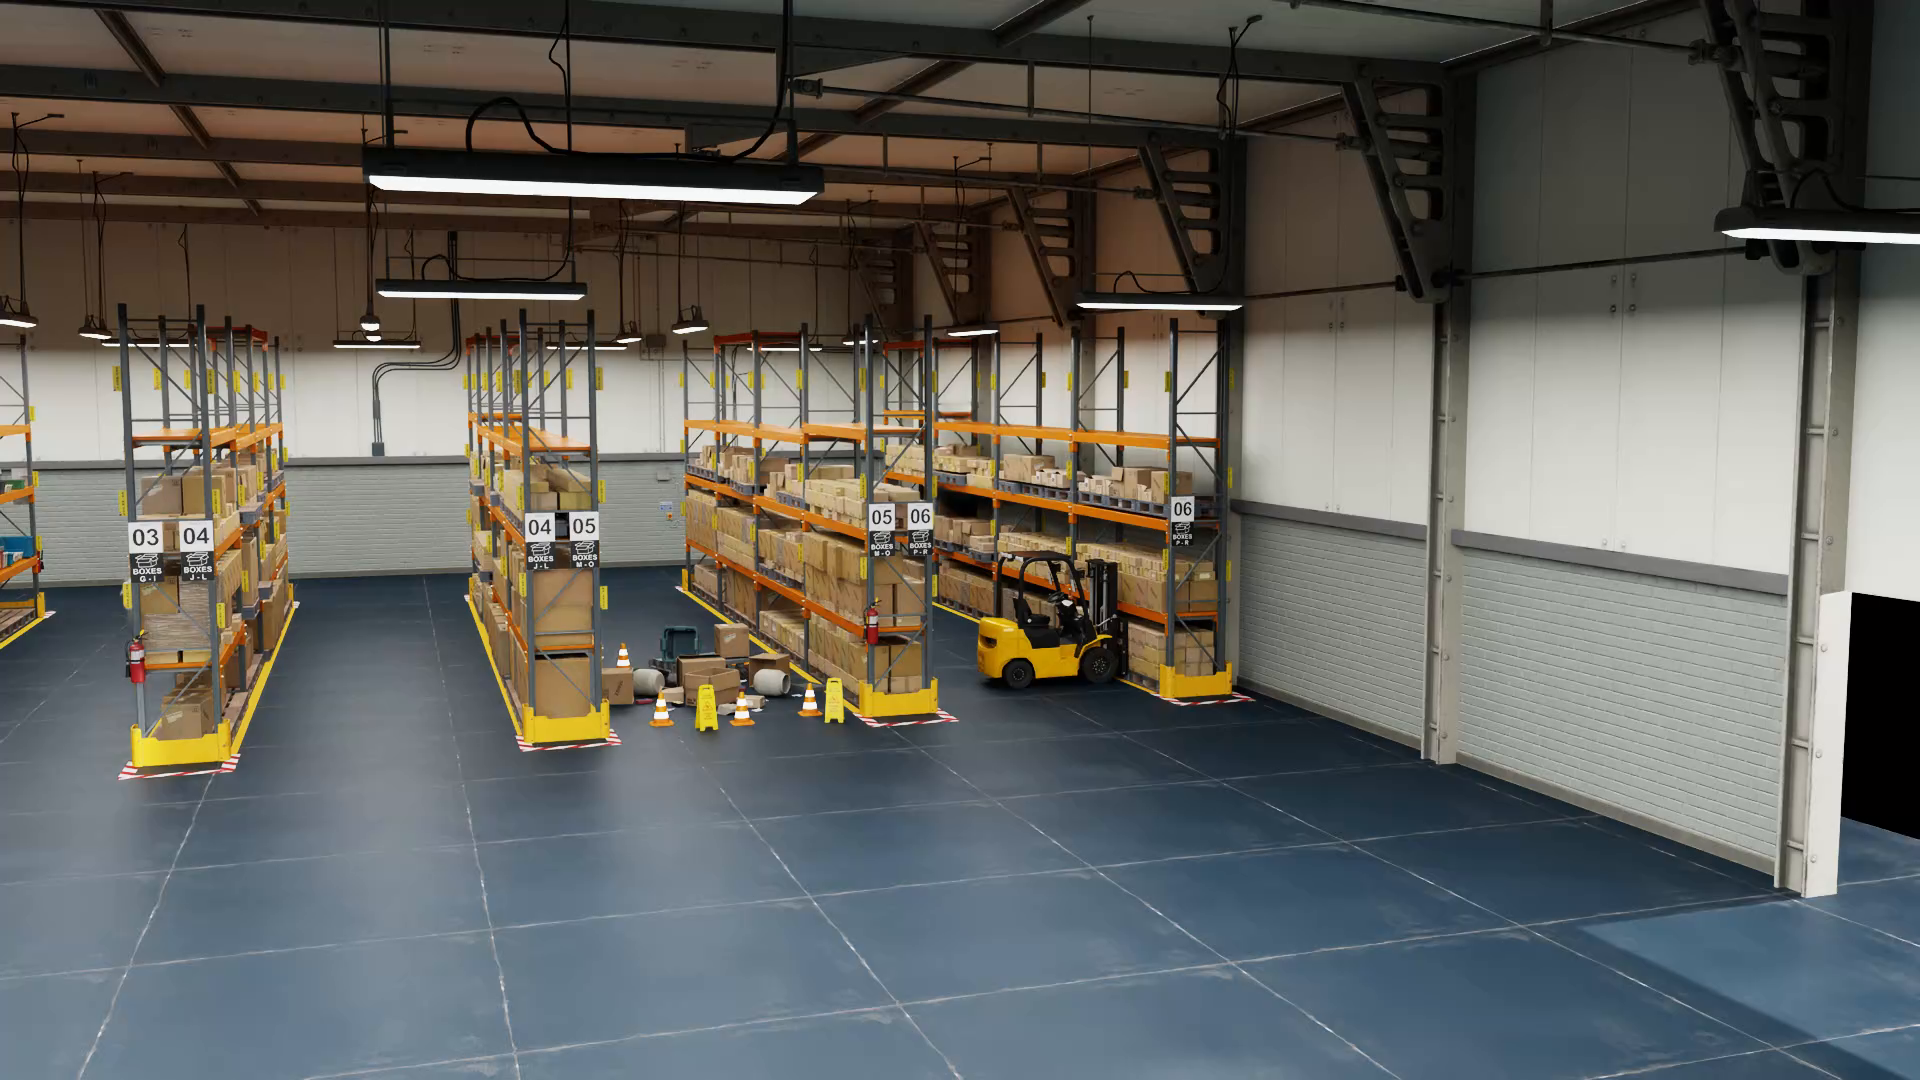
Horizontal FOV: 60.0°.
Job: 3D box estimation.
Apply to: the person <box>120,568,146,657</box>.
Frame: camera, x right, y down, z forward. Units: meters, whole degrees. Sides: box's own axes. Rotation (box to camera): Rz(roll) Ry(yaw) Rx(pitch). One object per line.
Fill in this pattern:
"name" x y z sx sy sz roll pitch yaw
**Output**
"person" -14.920 1.276 30.185 0.575 1.685 0.938 -2 6 -19
